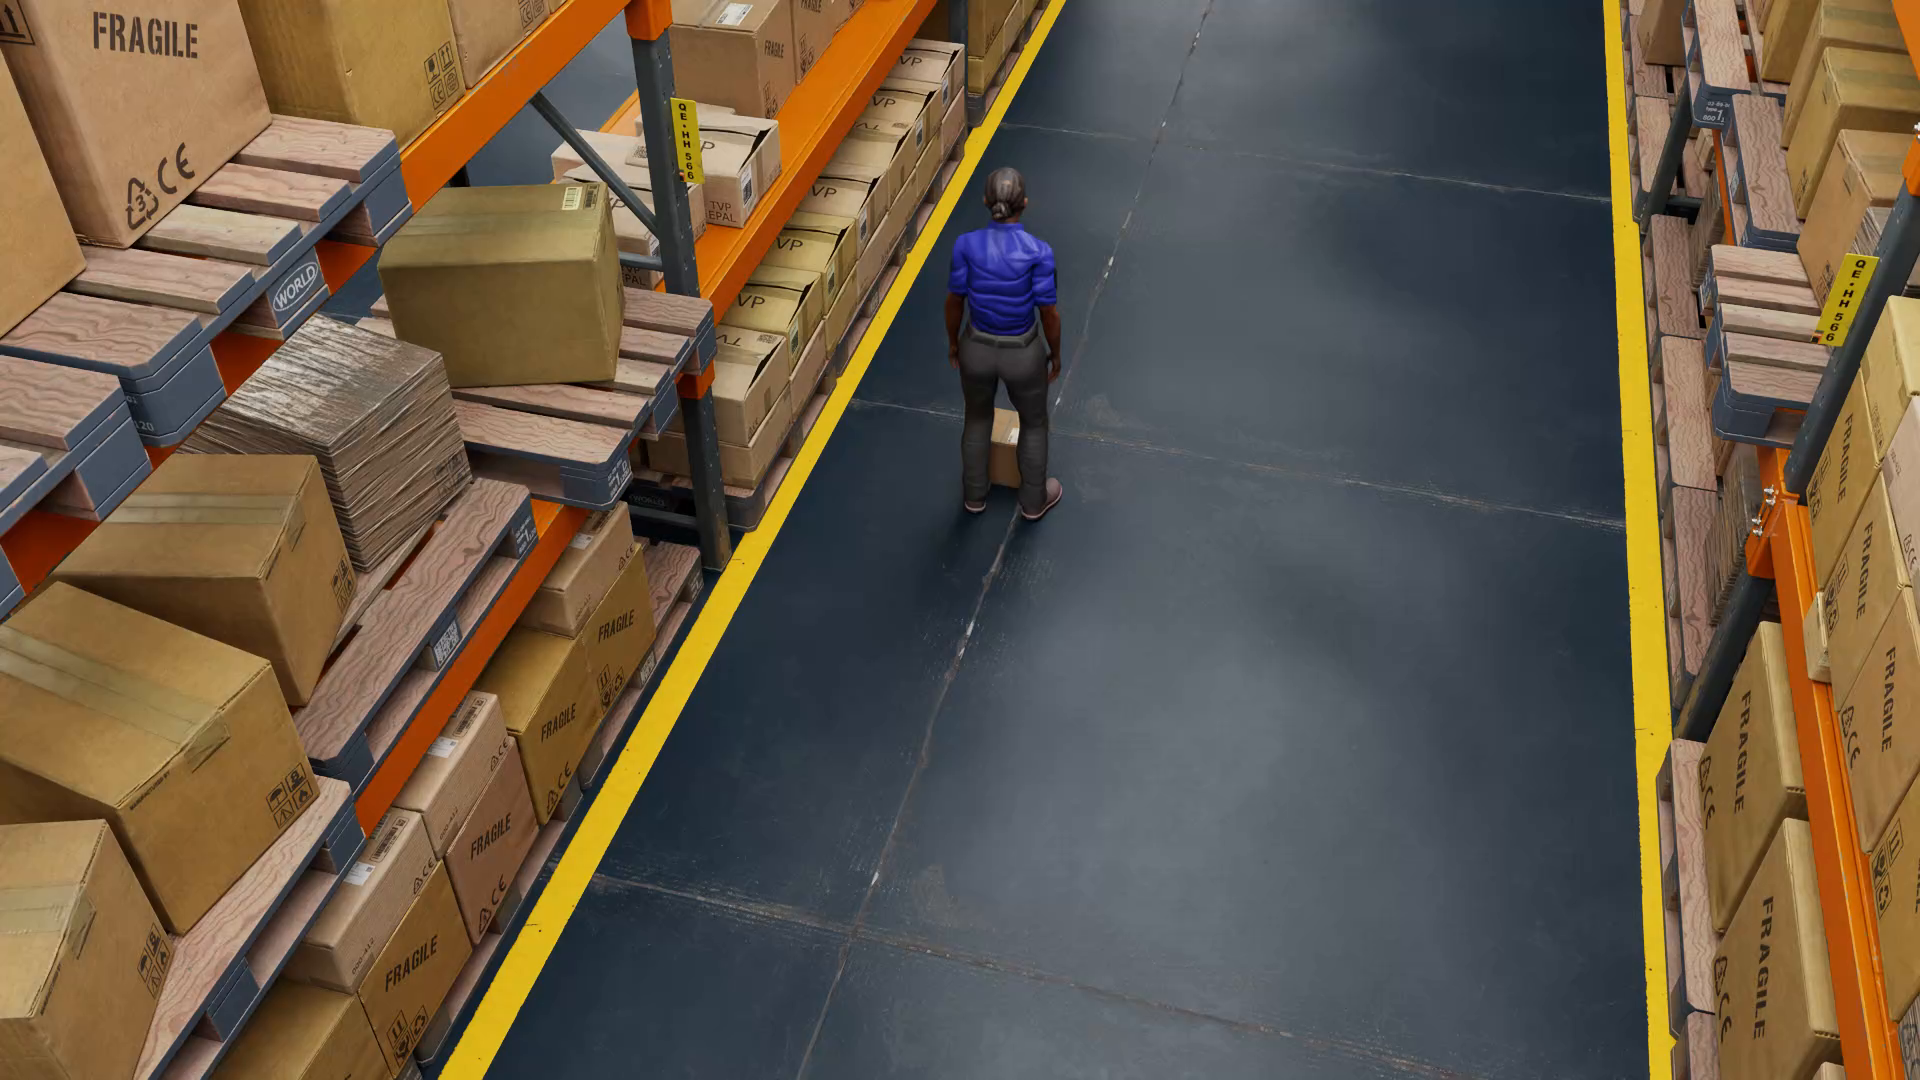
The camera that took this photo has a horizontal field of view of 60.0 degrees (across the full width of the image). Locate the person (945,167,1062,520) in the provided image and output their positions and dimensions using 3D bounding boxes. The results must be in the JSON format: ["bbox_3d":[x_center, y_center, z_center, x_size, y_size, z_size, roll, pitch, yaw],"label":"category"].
[{"bbox_3d":[0.194,-0.801,7.075,0.514,1.654,0.352,9,42,10],"label":"person"}]
